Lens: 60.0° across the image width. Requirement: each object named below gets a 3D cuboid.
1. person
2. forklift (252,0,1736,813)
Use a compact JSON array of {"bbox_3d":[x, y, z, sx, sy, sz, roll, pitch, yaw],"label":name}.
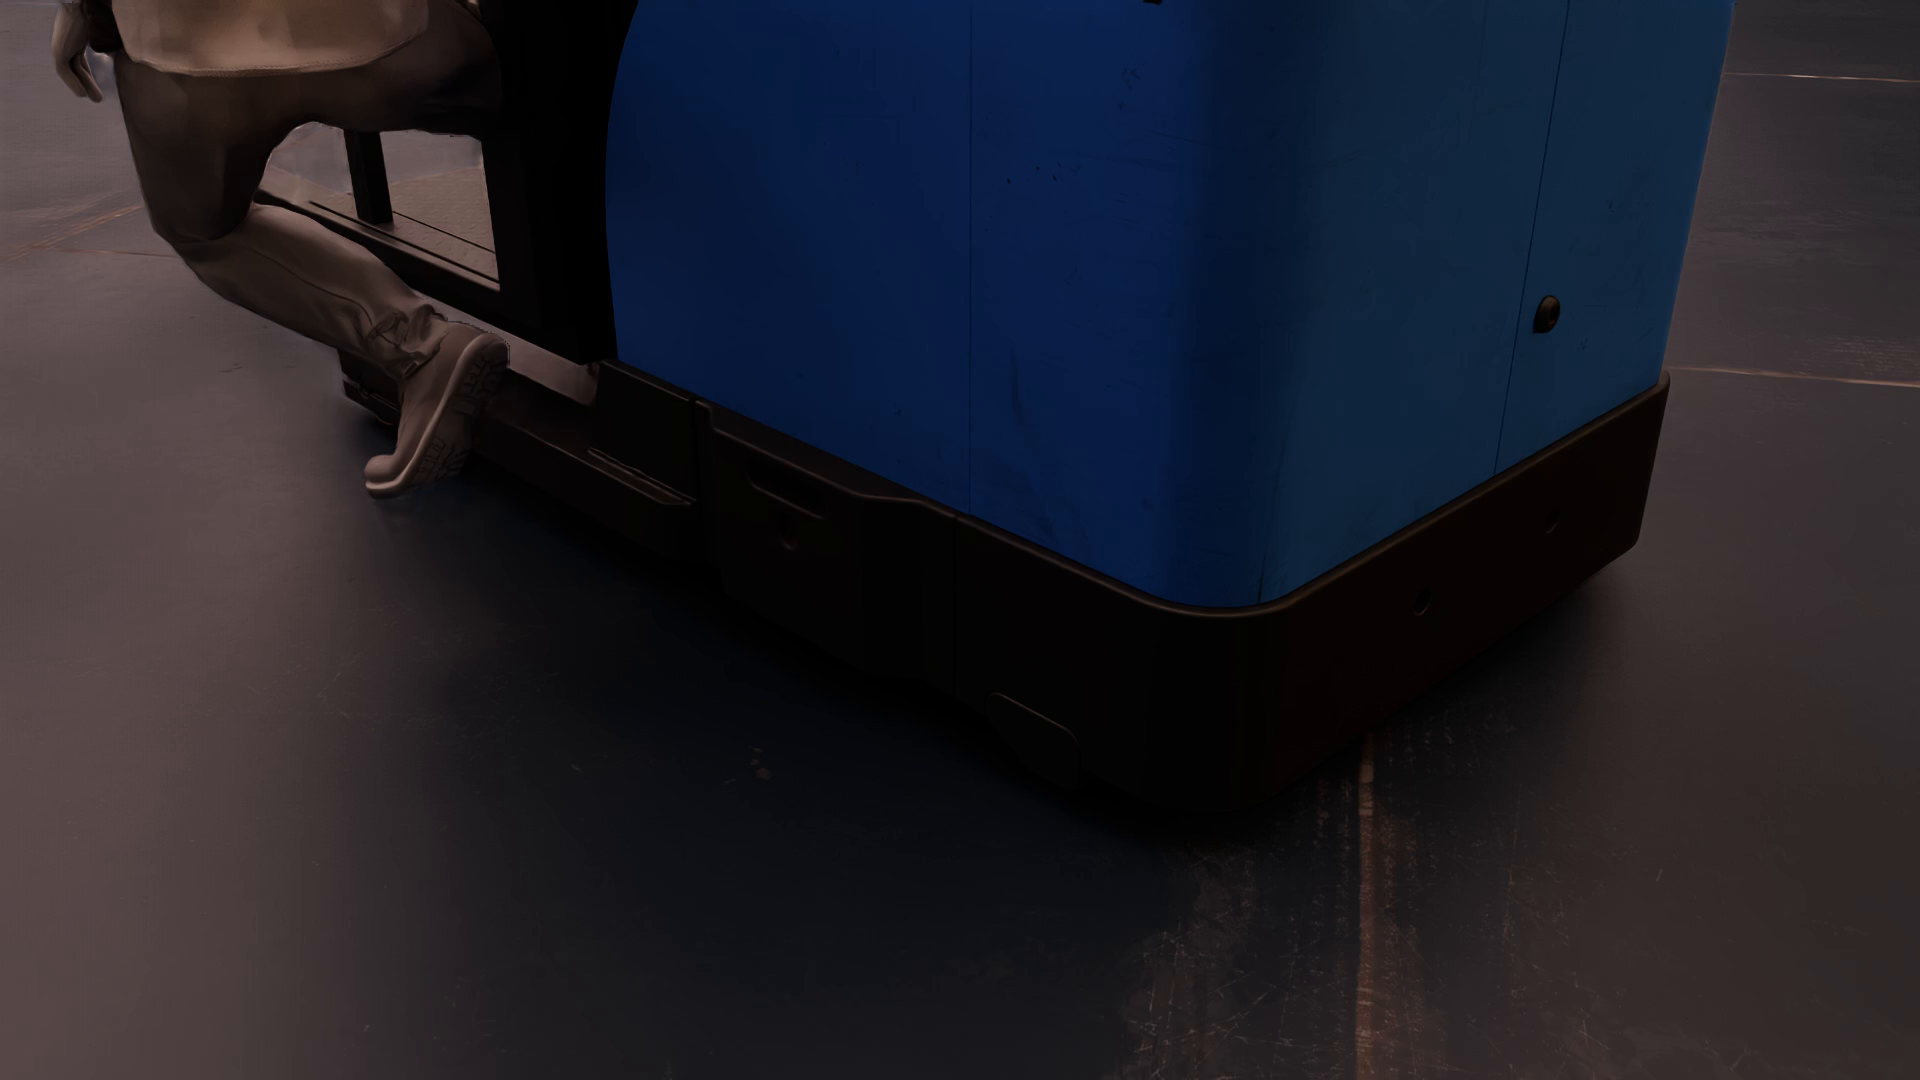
[{"bbox_3d":[-0.786,-0.785,2.177,0.775,1.420,0.723,-13,30,-24],"label":"person"},{"bbox_3d":[-0.426,-1.586,2.390,1.130,2.935,3.031,-24,35,-39],"label":"forklift"}]
